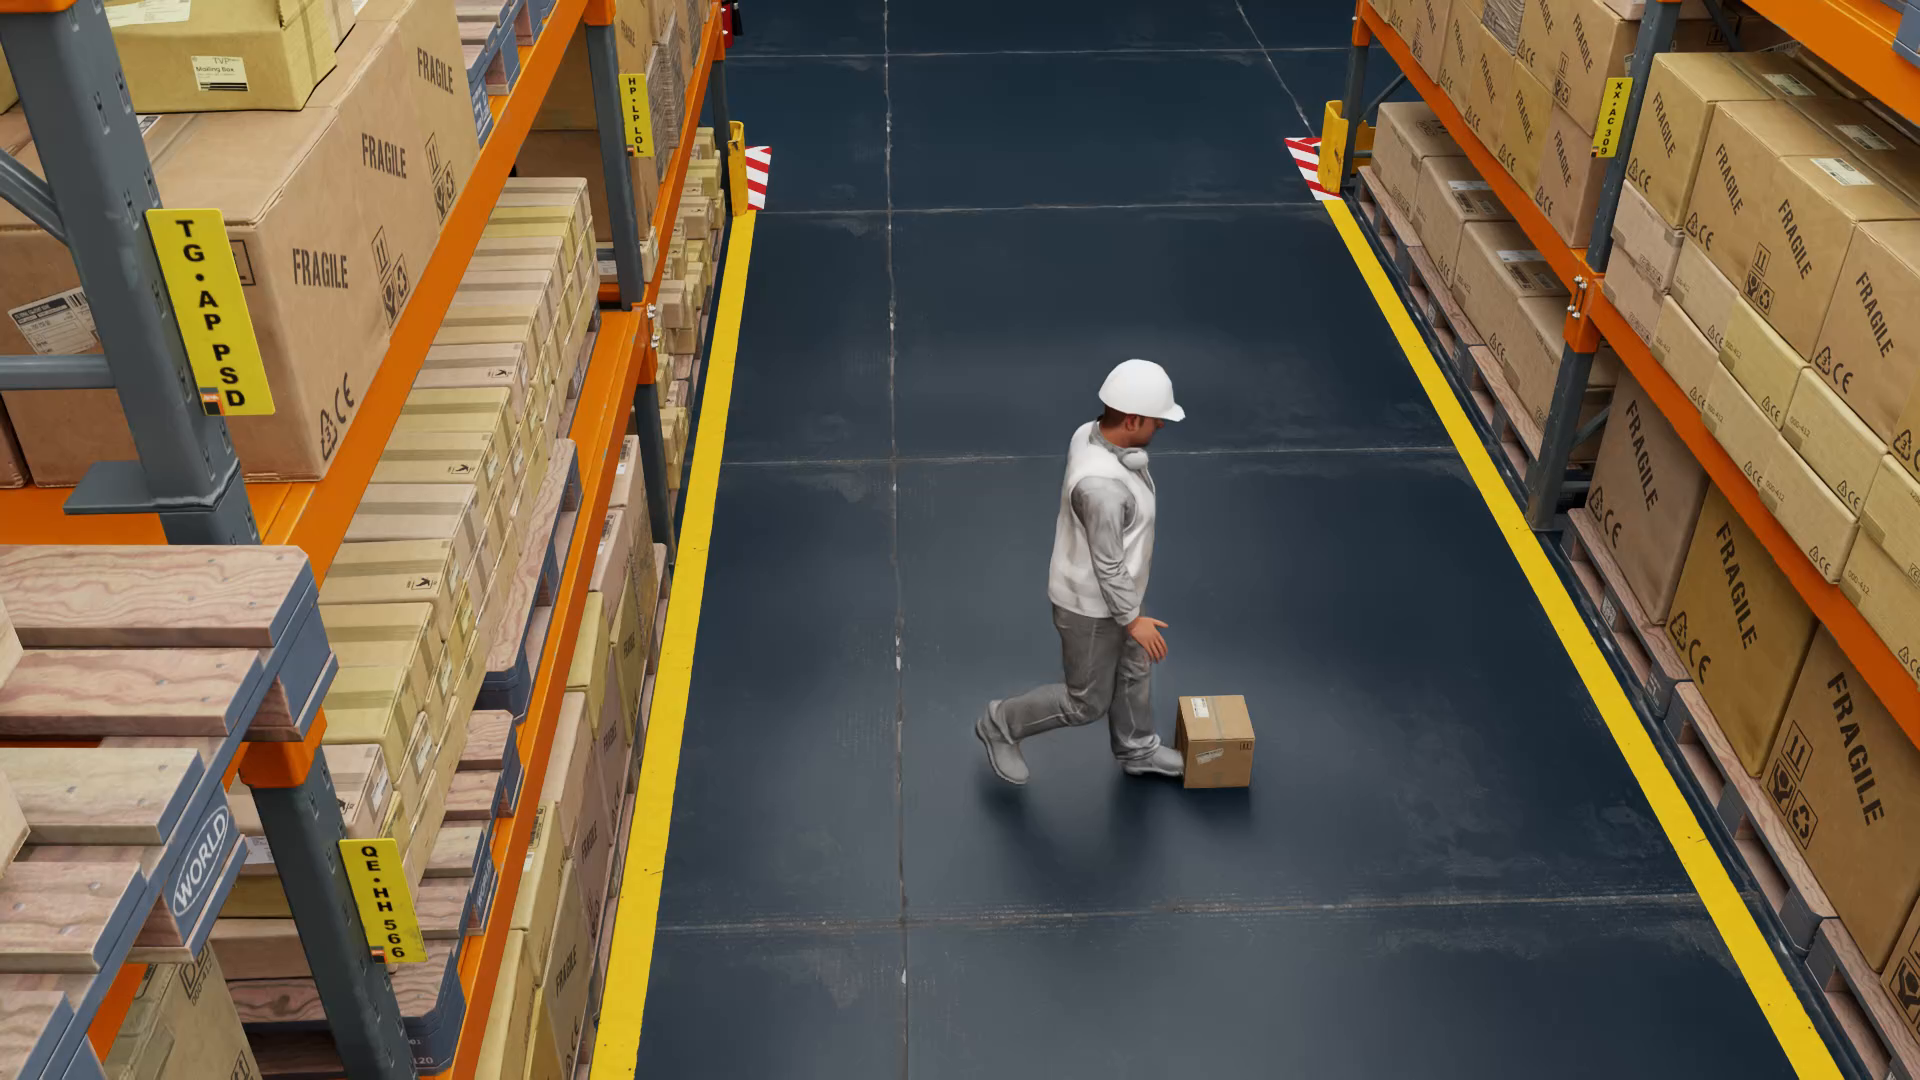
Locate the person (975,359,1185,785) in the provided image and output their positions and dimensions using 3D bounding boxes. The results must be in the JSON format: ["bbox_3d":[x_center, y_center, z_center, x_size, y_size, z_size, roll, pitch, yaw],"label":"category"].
[{"bbox_3d":[0.485,0.166,5.880,0.851,1.757,0.554,7,36,10],"label":"person"}]
